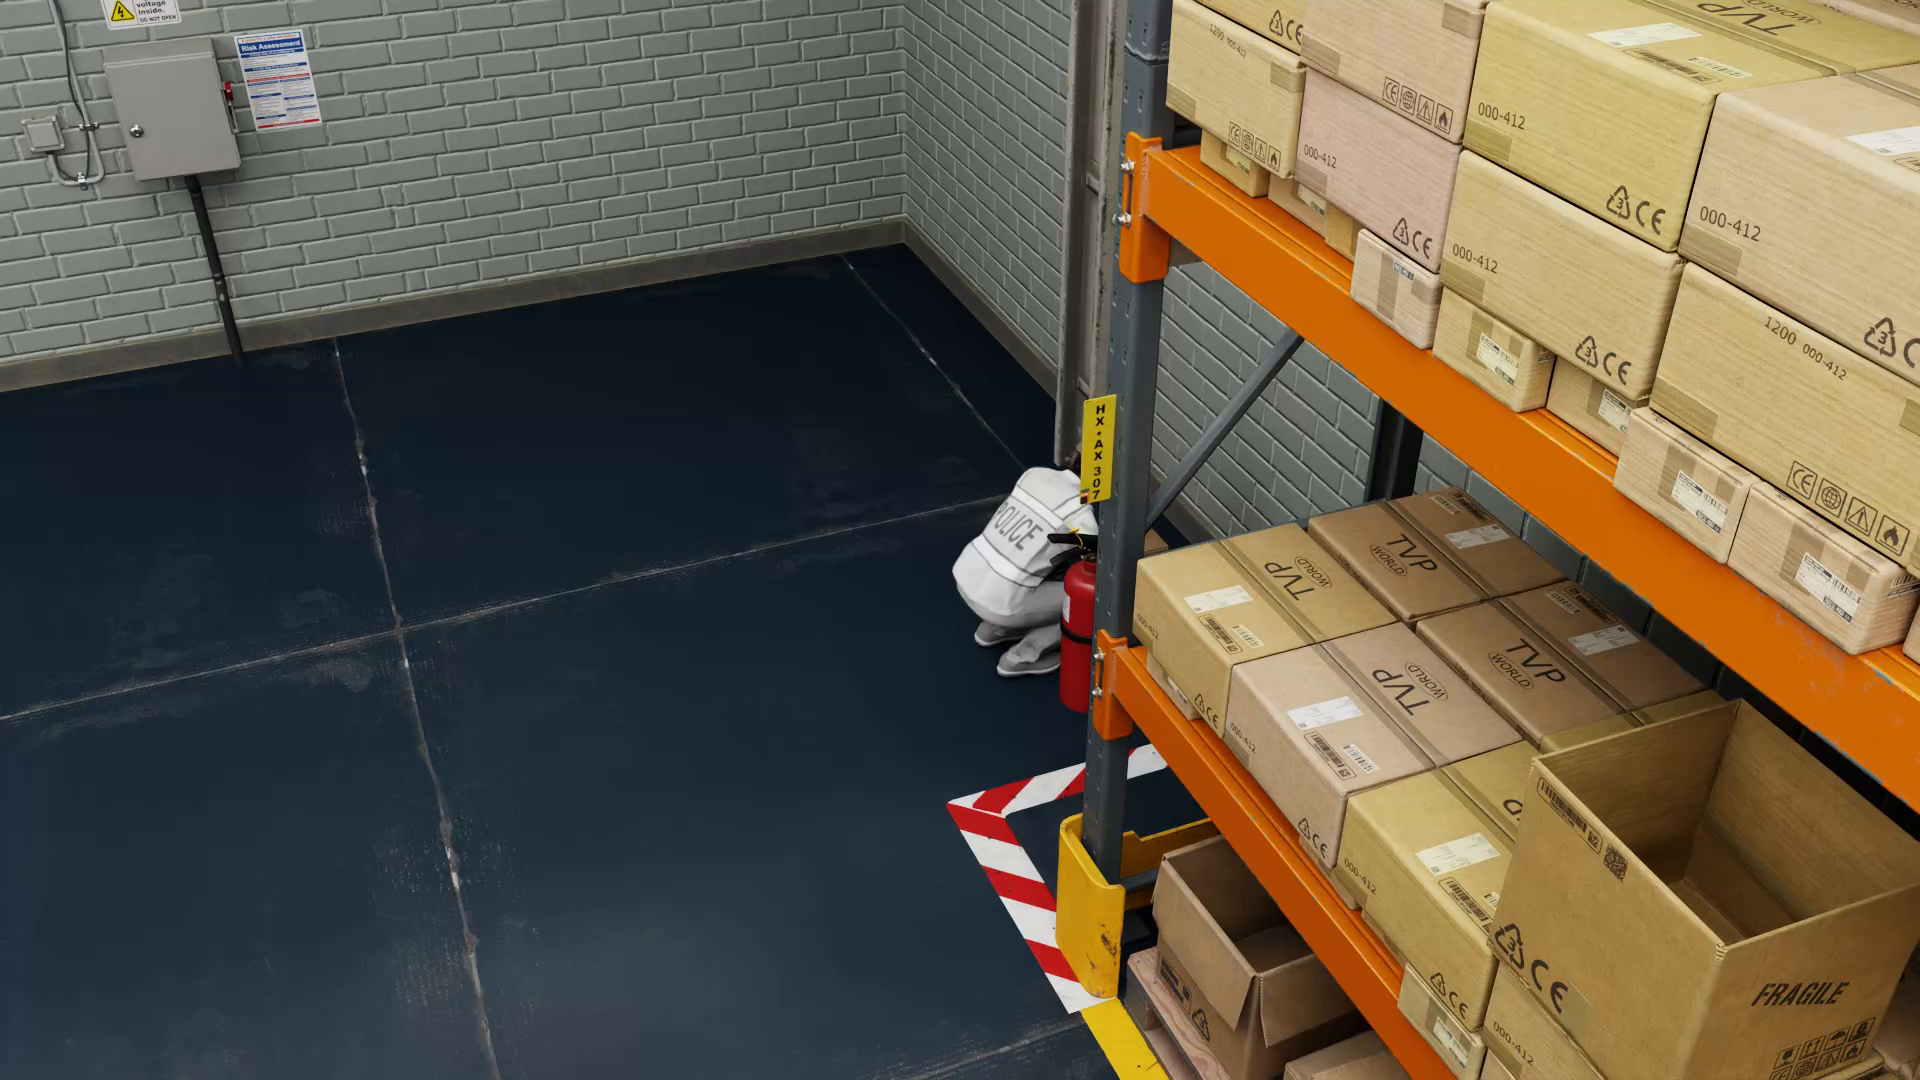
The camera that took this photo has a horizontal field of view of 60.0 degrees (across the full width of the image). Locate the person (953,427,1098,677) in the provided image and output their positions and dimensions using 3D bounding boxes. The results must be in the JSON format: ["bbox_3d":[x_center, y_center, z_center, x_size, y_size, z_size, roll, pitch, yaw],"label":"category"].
[{"bbox_3d":[0.381,0.044,6.724,0.833,0.960,0.492,-13,36,-19],"label":"person"}]
